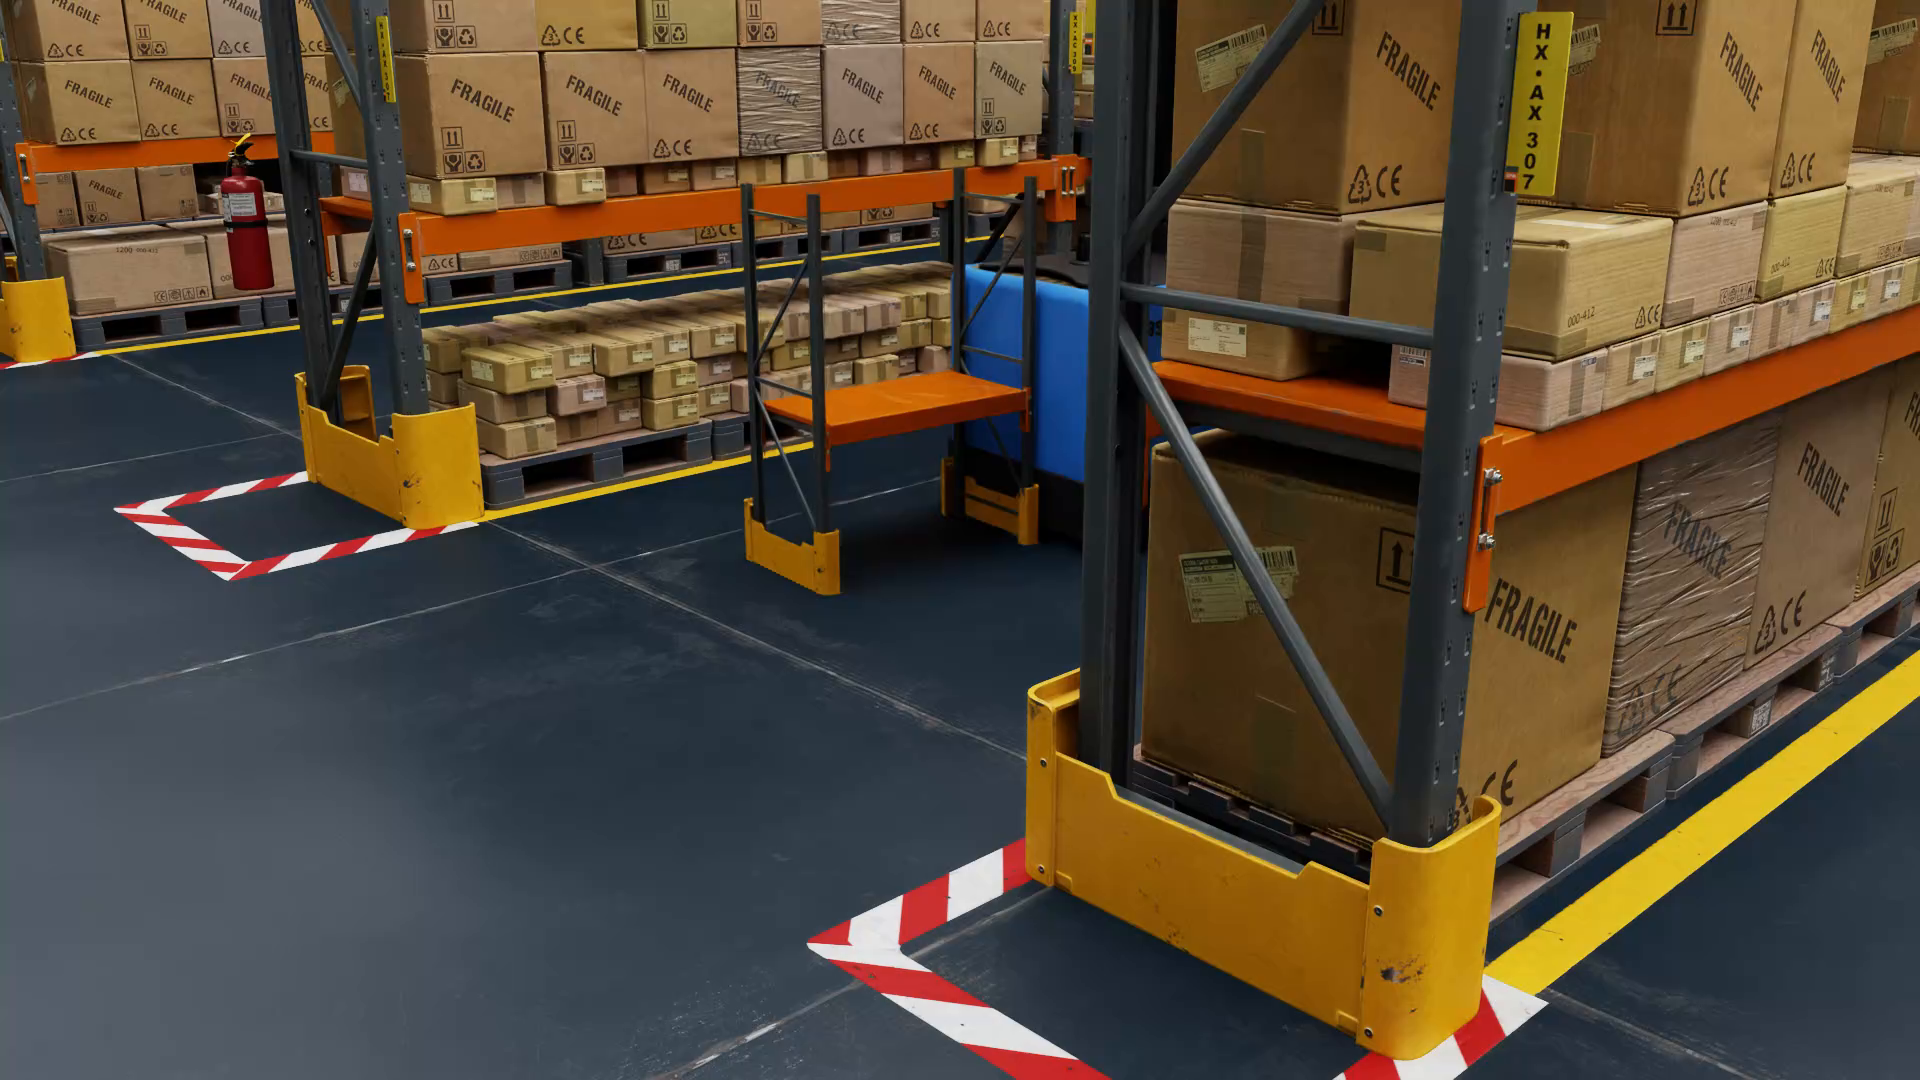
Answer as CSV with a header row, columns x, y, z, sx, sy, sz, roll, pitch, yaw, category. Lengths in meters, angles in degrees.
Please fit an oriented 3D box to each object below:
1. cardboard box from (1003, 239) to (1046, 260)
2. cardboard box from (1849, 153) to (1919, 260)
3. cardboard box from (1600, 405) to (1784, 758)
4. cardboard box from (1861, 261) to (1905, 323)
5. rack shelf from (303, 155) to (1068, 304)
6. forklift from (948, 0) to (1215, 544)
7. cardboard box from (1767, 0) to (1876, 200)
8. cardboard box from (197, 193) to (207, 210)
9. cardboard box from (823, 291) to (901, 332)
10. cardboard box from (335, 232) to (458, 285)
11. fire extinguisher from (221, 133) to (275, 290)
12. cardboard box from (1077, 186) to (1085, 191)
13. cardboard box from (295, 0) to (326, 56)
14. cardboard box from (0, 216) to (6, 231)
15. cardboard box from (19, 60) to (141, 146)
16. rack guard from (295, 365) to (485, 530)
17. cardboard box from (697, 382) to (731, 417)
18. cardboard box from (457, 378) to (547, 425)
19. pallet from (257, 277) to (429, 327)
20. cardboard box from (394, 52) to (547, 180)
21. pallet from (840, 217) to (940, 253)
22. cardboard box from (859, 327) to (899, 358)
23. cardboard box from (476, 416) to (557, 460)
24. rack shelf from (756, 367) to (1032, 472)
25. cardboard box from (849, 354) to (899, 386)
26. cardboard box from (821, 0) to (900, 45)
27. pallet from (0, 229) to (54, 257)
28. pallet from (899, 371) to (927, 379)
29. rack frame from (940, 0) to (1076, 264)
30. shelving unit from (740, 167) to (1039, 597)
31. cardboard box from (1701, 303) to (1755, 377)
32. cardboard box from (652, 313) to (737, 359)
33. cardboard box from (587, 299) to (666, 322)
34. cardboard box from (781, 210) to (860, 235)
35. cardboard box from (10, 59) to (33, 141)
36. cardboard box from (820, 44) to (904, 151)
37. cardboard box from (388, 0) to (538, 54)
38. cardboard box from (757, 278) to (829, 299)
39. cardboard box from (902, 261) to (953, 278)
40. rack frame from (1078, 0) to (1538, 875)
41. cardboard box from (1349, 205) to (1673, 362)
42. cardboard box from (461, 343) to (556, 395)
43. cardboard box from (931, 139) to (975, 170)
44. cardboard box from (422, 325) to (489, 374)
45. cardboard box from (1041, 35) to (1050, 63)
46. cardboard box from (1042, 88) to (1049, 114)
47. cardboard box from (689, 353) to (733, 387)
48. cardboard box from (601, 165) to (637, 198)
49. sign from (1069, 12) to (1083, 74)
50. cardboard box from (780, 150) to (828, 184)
x,y,z,sx,sy,sz,roll,pitch,yaw,category
0.624,-1.683,10.683,0.500,0.500,0.500,-17,24,-42,cardboard box
2.708,-1.025,5.044,0.500,0.250,0.500,-16,24,-40,cardboard box
1.758,-0.014,4.927,0.875,0.875,0.875,-16,24,-41,cardboard box
2.478,-0.742,4.817,0.250,0.149,0.380,-16,24,-40,cardboard box
-1.194,-1.693,8.508,4.000,0.370,1.077,-16,24,-41,rack shelf
1.419,-1.716,7.524,3.031,2.935,1.130,-14,22,-36,forklift
1.957,-1.163,4.254,0.500,0.500,0.500,-17,25,-42,cardboard box
-7.586,-3.323,16.311,0.250,0.149,0.380,-17,24,-42,cardboard box
-0.530,-1.219,8.857,0.380,0.149,0.250,16,24,41,cardboard box
-4.395,-2.229,12.469,0.875,0.438,0.875,17,25,42,cardboard box
-3.147,-1.447,7.314,0.183,0.674,0.296,-16,24,-41,fire extinguisher
1.194,-3.779,17.356,0.625,0.372,0.950,-15,23,-39,cardboard box
-4.476,-3.588,11.404,0.500,0.500,0.500,-16,24,-41,cardboard box
-8.690,-2.844,14.834,0.380,0.149,0.250,17,24,42,cardboard box
-5.575,-2.784,10.546,0.500,0.500,0.500,-17,24,-41,cardboard box
-2.592,-0.438,7.525,0.348,0.500,1.175,-16,24,-41,rack guard
-1.356,-0.727,8.305,0.250,0.149,0.380,-16,24,-41,cardboard box
-2.090,-0.650,7.584,0.250,0.149,0.380,-15,23,-39,cardboard box
-4.708,-1.817,12.246,1.213,0.211,1.003,-16,24,-41,pallet
-2.131,-1.833,7.131,0.500,0.500,0.500,-15,23,-38,cardboard box
-0.933,-2.918,15.641,1.213,0.211,1.003,-16,24,-41,pallet
-0.543,-1.095,8.959,0.250,0.149,0.380,-16,24,-40,cardboard box
-2.047,-0.494,7.586,0.250,0.149,0.380,-16,24,-40,cardboard box
-0.263,-0.499,6.675,1.000,0.185,0.538,-14,22,-36,rack shelf
-0.544,-0.924,8.911,0.250,0.149,0.380,-16,24,-41,cardboard box
-0.650,-2.747,8.329,0.500,0.500,0.500,-15,24,-39,cardboard box
-8.901,-2.669,14.876,1.213,0.211,1.003,-16,24,-41,pallet
-0.204,-0.982,9.671,1.213,0.211,1.003,-16,24,-41,pallet
0.259,-2.459,9.704,0.127,3.000,1.000,-16,24,-41,rack frame
-0.270,-0.668,6.615,1.083,1.500,0.587,-14,22,-36,shelving unit
1.732,-0.524,4.146,0.250,0.149,0.380,-17,24,-42,cardboard box
-1.313,-1.010,8.215,0.250,0.149,0.380,-15,23,-39,cardboard box
-1.725,-1.140,8.616,0.250,0.149,0.380,-15,23,-39,cardboard box
-1.519,-3.267,14.963,0.875,0.875,0.875,-16,24,-40,cardboard box
-5.953,-2.908,10.928,0.500,0.500,0.500,-16,24,-41,cardboard box
-0.638,-2.267,8.469,0.500,0.500,0.500,-16,24,-41,cardboard box
-2.139,-2.311,6.985,0.500,0.500,0.500,-16,24,-41,cardboard box
-0.939,-1.353,9.271,0.250,0.149,0.380,-16,24,-40,cardboard box
-0.133,-1.559,9.906,0.250,0.149,0.380,-15,23,-39,cardboard box
0.687,-0.478,3.596,0.127,3.000,1.000,-16,24,-41,rack frame
1.221,-0.590,3.700,0.500,0.250,0.500,-17,25,-42,cardboard box
-2.033,-0.773,7.481,0.380,0.149,0.250,17,24,41,cardboard box
-0.135,-2.104,9.018,0.250,0.149,0.380,-15,23,-39,cardboard box
-2.437,-0.907,7.895,0.250,0.149,0.380,-16,24,-40,cardboard box
0.417,-2.951,9.984,0.250,0.149,0.380,-15,23,-38,cardboard box
0.412,-2.667,10.075,0.250,0.149,0.380,-17,25,-42,cardboard box
-1.347,-0.874,8.277,0.380,0.149,0.250,16,24,41,cardboard box
-1.704,-1.681,7.712,0.250,0.149,0.380,-15,23,-38,cardboard box
0.638,-2.751,9.201,0.005,0.325,0.100,-16,24,-41,sign
-0.874,-1.879,8.323,0.250,0.149,0.380,-16,24,-40,cardboard box
